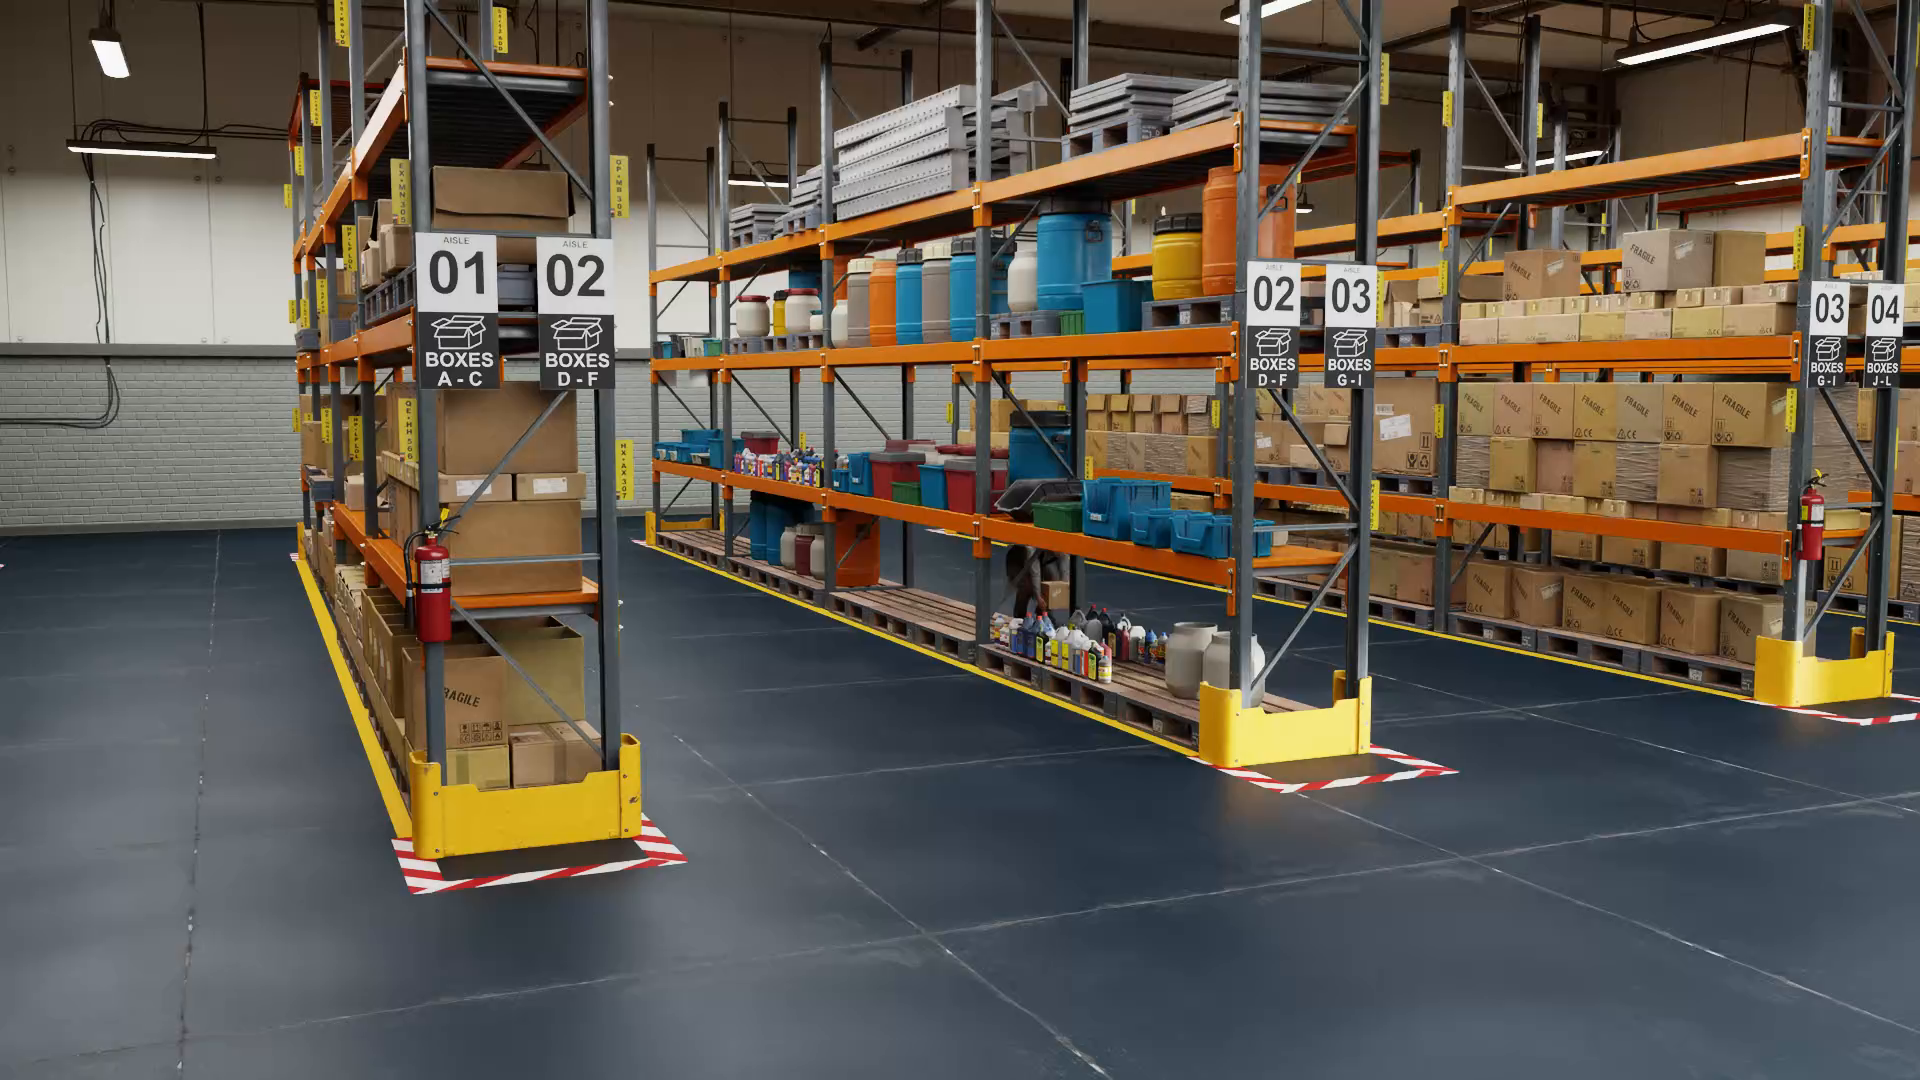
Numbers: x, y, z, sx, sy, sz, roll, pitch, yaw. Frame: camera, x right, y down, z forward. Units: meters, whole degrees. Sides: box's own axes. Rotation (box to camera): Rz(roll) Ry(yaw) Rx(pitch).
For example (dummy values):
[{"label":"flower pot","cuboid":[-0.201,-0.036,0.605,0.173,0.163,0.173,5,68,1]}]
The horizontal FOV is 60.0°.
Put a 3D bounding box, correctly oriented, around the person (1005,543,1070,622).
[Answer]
[{"label":"person","cuboid":[0.816,0.379,16.984,0.506,0.953,0.921,-3,6,-26]}]
